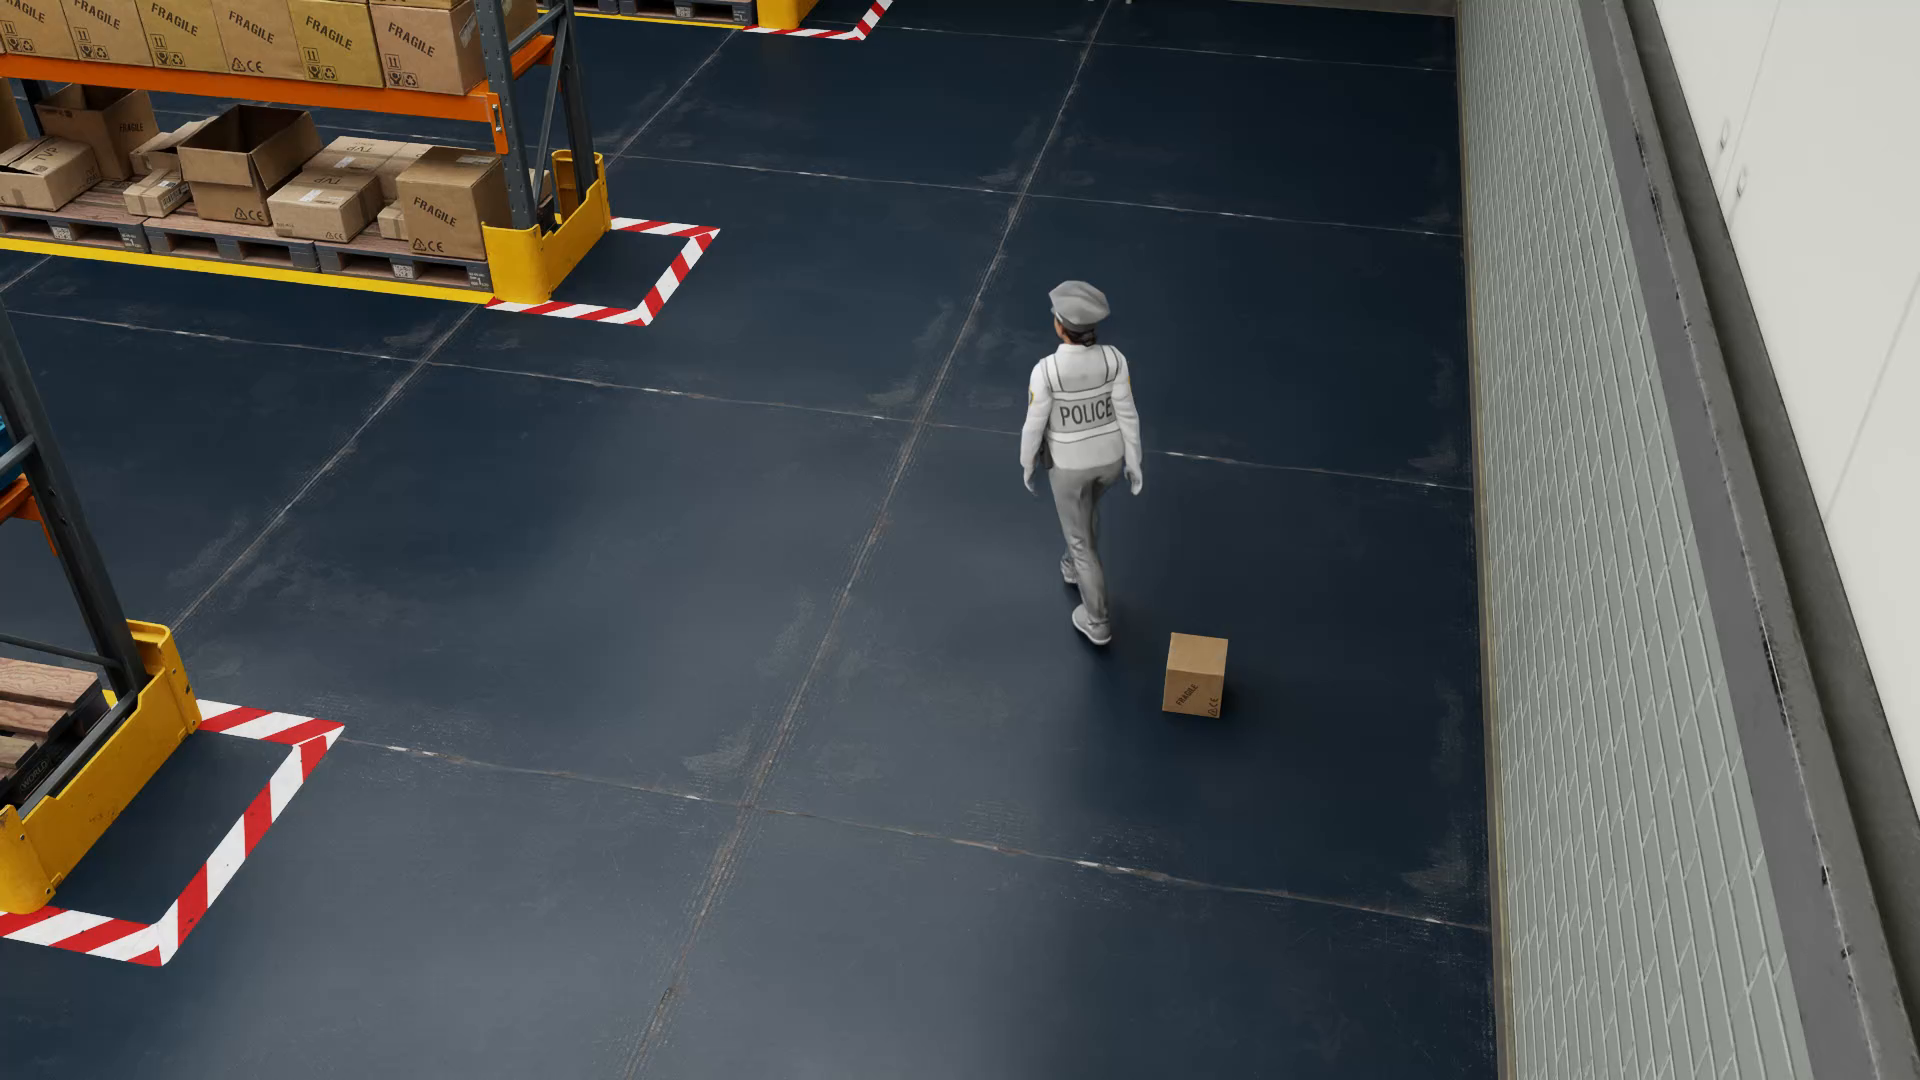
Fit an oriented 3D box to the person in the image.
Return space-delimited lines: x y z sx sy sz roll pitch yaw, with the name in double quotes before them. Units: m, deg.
"person" 0.518 -0.336 7.414 0.508 1.695 0.722 -15 39 -19
